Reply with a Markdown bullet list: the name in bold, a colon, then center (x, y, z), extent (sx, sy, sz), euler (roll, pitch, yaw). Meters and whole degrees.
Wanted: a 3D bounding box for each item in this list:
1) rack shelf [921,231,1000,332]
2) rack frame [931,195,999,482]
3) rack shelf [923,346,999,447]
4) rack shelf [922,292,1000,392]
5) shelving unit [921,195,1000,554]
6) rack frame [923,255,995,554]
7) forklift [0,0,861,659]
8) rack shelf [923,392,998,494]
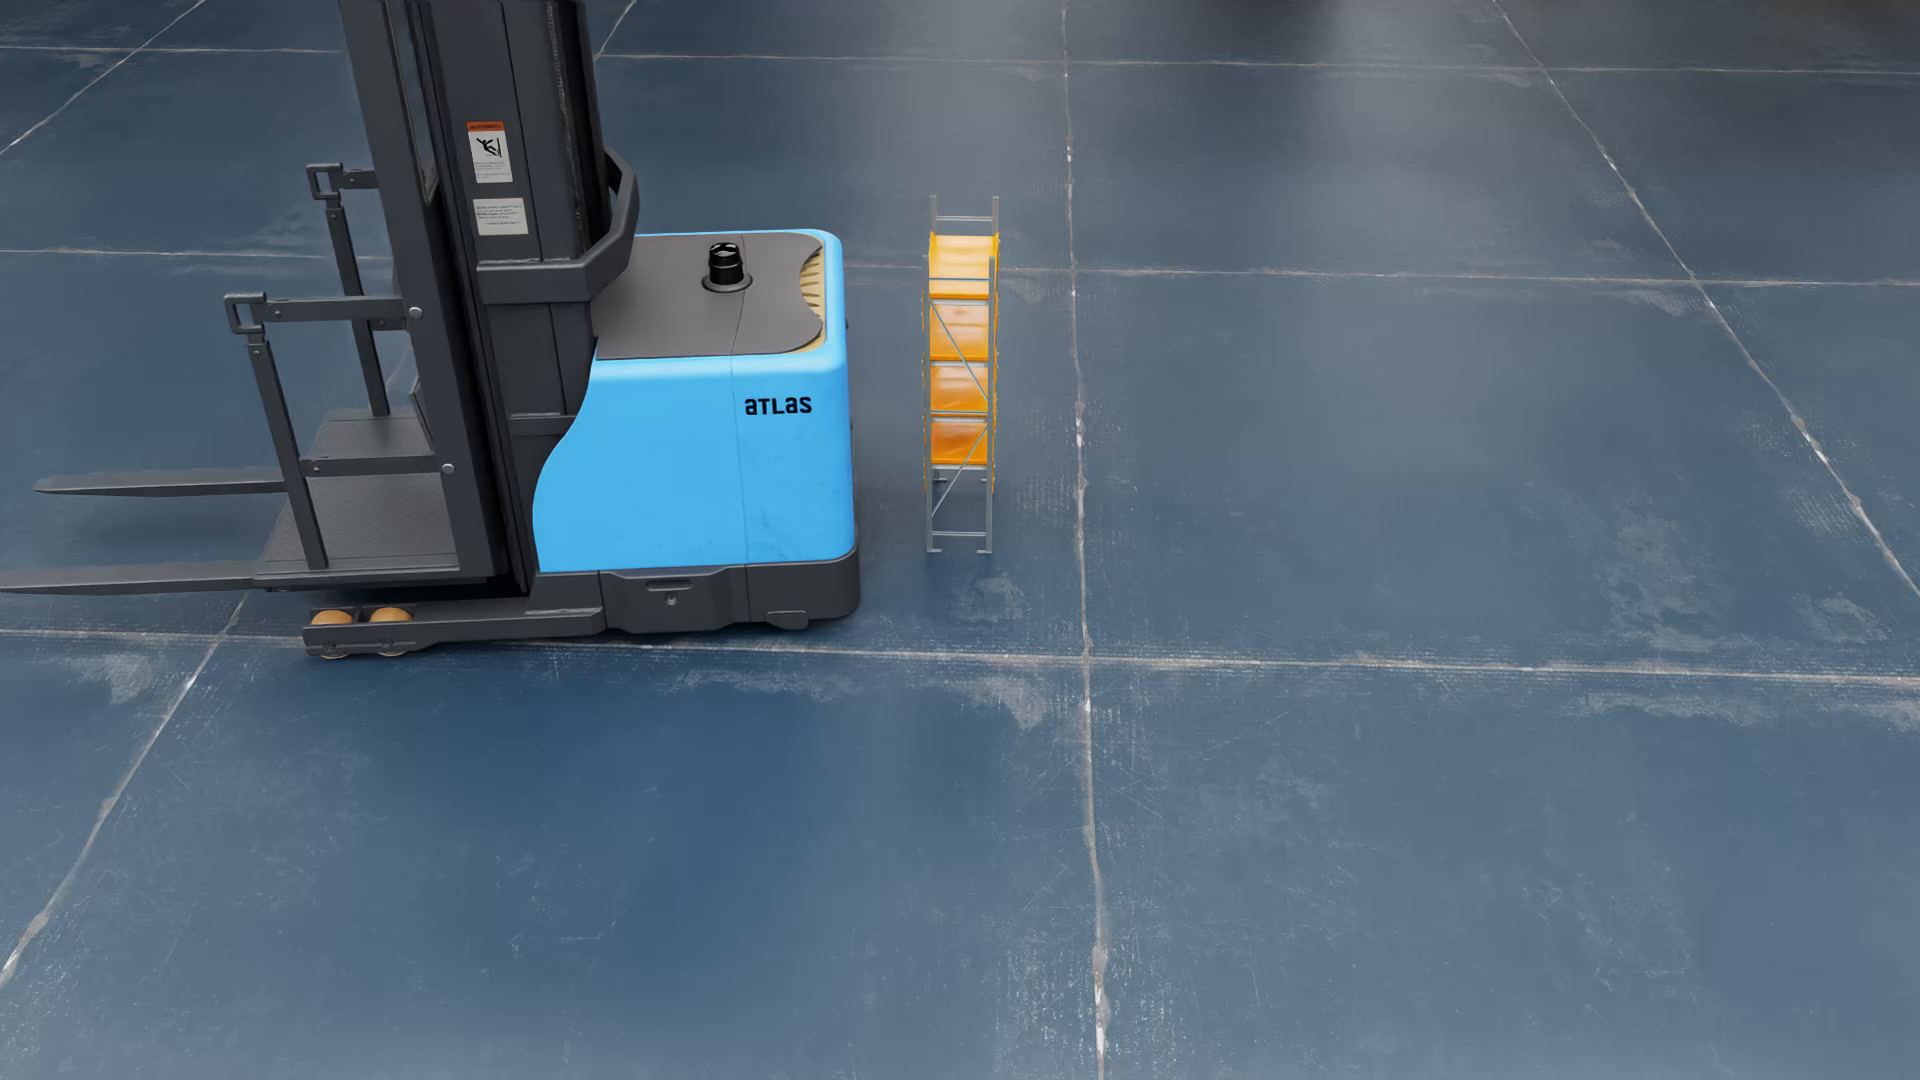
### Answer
- **rack shelf**: center (0.007, -0.907, 5.814), extent (0.258, 0.148, 0.480), euler (1, 35, 2)
- **rack frame**: center (0.016, -0.726, 6.240), extent (0.240, 1.200, 0.015), euler (1, 35, 2)
- **rack shelf**: center (0.007, -0.531, 6.079), extent (0.258, 0.148, 0.480), euler (1, 35, 2)
- **rack shelf**: center (0.007, -0.714, 5.950), extent (0.258, 0.148, 0.480), euler (1, 35, 2)
- **shelving unit**: center (0.007, -0.586, 6.040), extent (0.258, 1.200, 0.503), euler (1, 35, 2)
- **rack frame**: center (-0.003, -0.446, 5.841), extent (0.240, 1.200, 0.015), euler (1, 35, 2)
- **forklift**: center (-1.891, -1.110, 5.281), extent (3.031, 2.935, 1.130), euler (-2, 35, -3)
- **rack shelf**: center (0.007, -0.368, 6.193), extent (0.258, 0.148, 0.480), euler (1, 35, 2)
